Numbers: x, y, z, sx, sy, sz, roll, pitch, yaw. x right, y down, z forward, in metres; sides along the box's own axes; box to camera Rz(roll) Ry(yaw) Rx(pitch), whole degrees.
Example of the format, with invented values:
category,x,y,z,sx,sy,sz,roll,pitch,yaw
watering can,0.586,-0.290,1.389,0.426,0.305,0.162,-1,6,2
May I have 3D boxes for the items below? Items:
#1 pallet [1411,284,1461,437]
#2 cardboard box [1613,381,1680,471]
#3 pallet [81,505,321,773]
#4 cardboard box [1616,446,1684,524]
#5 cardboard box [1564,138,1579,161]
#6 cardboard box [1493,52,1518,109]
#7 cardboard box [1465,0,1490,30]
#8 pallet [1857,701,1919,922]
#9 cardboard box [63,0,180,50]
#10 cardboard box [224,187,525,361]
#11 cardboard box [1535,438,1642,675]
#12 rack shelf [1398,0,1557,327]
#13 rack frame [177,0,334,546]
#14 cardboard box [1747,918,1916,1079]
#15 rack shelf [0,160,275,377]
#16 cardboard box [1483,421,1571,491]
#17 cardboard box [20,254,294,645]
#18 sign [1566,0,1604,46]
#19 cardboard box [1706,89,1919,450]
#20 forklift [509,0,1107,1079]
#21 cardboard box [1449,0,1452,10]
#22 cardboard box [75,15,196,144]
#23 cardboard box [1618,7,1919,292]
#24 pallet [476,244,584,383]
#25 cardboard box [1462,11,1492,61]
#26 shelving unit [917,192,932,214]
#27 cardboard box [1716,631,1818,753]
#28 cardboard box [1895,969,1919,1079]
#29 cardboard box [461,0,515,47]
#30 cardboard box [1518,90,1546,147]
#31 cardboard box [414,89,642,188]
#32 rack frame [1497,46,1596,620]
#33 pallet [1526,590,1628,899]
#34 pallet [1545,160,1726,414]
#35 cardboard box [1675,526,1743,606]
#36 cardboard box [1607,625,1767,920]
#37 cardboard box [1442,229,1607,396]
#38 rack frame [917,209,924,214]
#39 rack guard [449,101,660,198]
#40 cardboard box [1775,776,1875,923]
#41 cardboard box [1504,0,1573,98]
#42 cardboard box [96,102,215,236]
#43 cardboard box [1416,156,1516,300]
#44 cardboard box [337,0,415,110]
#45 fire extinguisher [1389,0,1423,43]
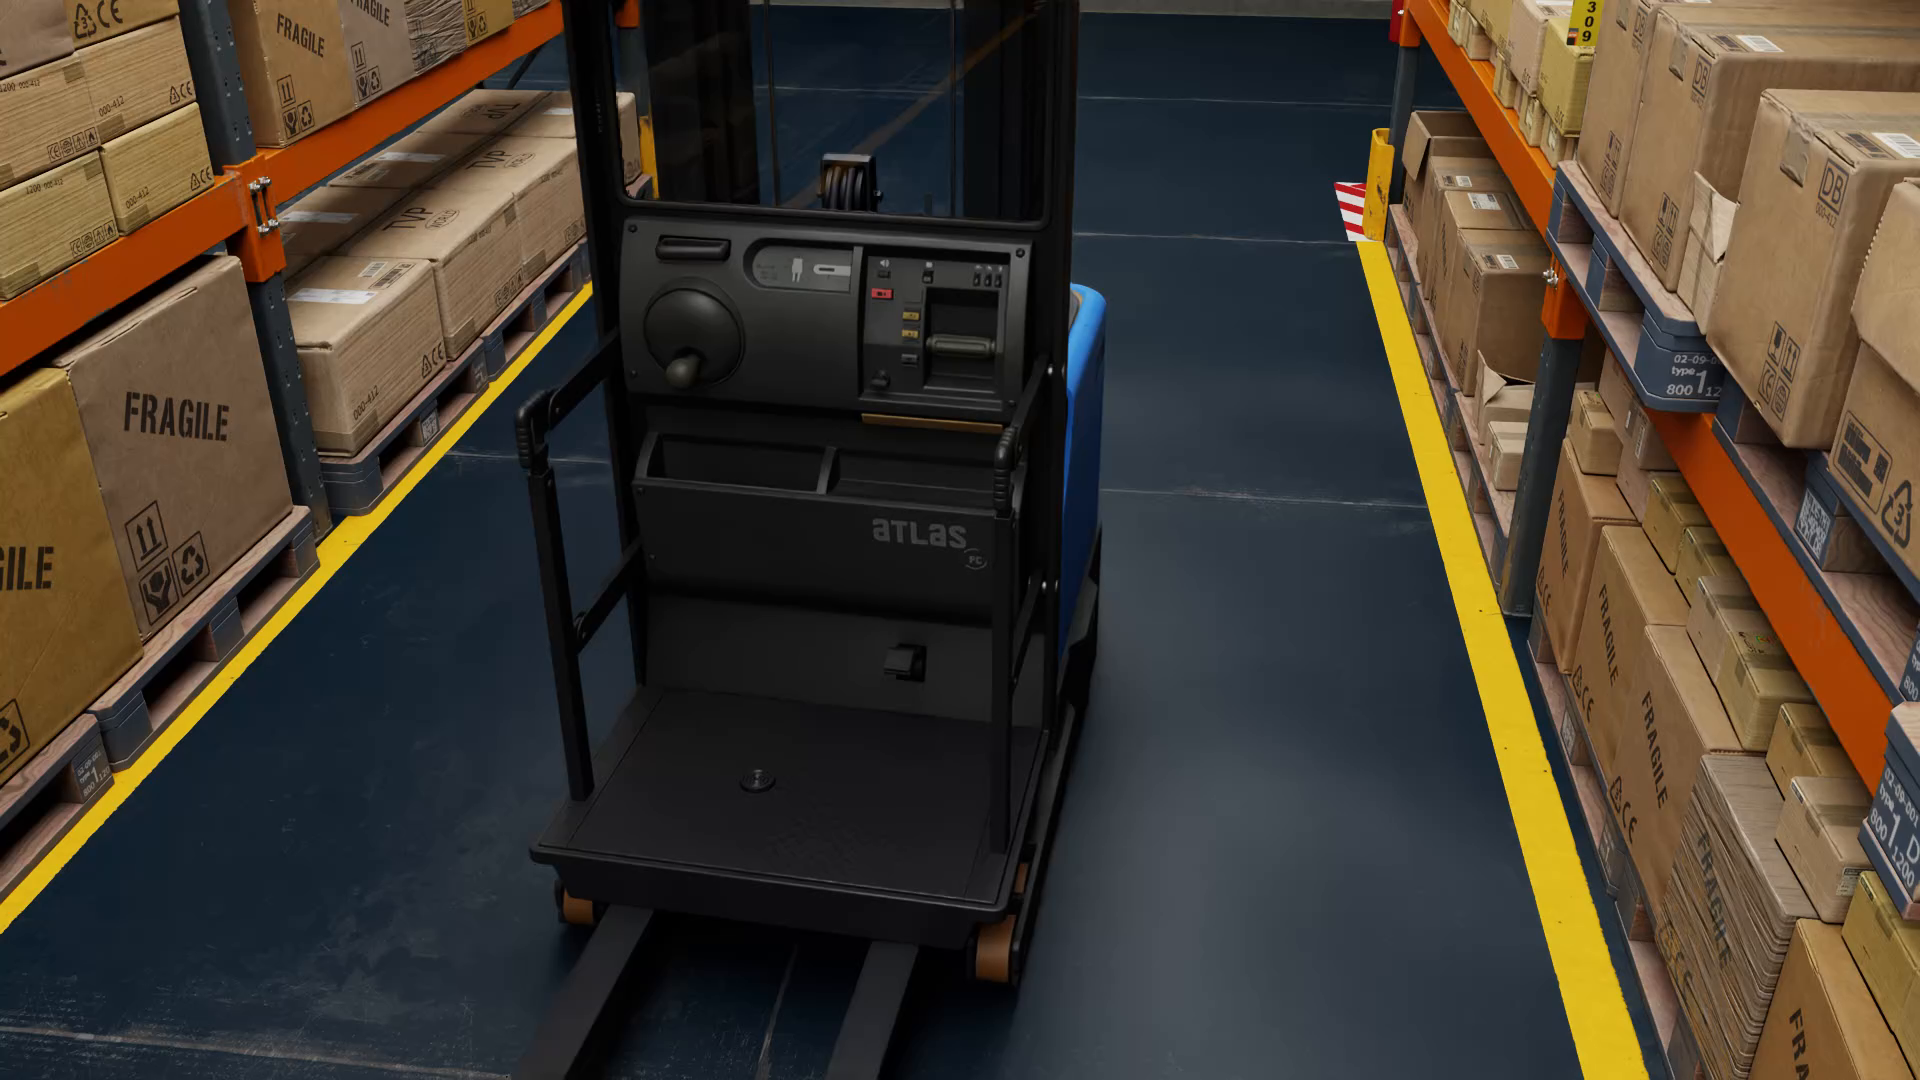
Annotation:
category,x,y,z,sx,sy,sz,roll,pitch,yaw
pallet,2.463,-0.744,6.908,1.003,0.211,1.213,3,28,6
cardboard box,1.939,-0.295,4.330,0.380,0.149,0.250,2,28,4
pallet,-2.715,0.236,5.089,1.003,0.211,1.213,3,28,6
cardboard box,1.966,-0.154,4.382,0.380,0.149,0.250,3,28,5
cardboard box,2.020,-1.127,4.943,0.380,0.149,0.250,4,29,7
cardboard box,2.100,-1.618,5.855,0.380,0.149,0.250,3,28,5
cardboard box,2.236,-2.104,6.338,0.500,0.250,0.500,3,28,5
pallet,1.755,0.572,1.728,1.213,0.211,1.003,3,28,6
cardboard box,-2.501,-1.618,4.432,0.500,0.500,0.500,4,29,8
cardboard box,-2.403,-1.127,6.937,0.875,0.438,0.875,3,28,5
cardboard box,1.949,0.058,4.673,0.500,0.500,0.500,5,29,8
rack shelf,2.476,-1.697,6.496,1.077,0.370,4.000,3,28,6
rack frame,-2.695,-1.359,5.110,1.000,3.000,0.127,3,28,6
cardboard box,1.713,1.033,2.863,0.500,0.500,0.500,5,29,8
rack shelf,-2.941,-0.101,3.533,1.077,0.370,4.000,3,28,6
cardboard box,2.008,-0.281,5.673,0.380,0.149,0.250,3,28,5
cardboard box,-2.692,-0.312,4.964,0.875,0.875,0.875,4,29,8
sign,1.692,-1.481,4.424,0.100,0.325,0.005,3,28,6
cardboard box,1.790,-0.473,2.918,0.700,0.500,0.500,3,28,6
forklift,-0.346,-0.457,3.507,1.130,2.935,3.031,5,29,10
cardboard box,2.334,-2.342,7.200,0.380,0.149,0.250,4,29,8
cardboard box,-2.508,-1.291,4.616,0.500,0.250,0.500,3,28,6
cardboard box,1.887,-0.843,3.603,0.700,0.500,0.500,4,29,7
pallet,-2.378,-1.061,7.496,1.003,0.211,1.213,3,28,6
cardboard box,2.190,-1.977,6.522,0.380,0.149,0.250,4,29,7
shelving unit,-0.002,-0.521,5.453,0.258,1.200,0.189,3,28,6
cardboard box,1.825,0.329,3.485,0.380,0.149,0.250,4,29,8
cardboard box,1.706,0.820,2.574,0.380,0.149,0.250,4,29,8
cardboard box,-2.182,-2.322,6.791,0.500,0.500,0.500,4,29,8
cardboard box,2.038,-1.374,5.403,0.380,0.149,0.250,4,29,8
cardboard box,-2.187,-1.982,8.526,0.875,0.438,0.875,2,28,4
rack frame,2.231,-1.072,4.578,1.000,3.000,0.127,3,28,6
pallet,2.169,0.540,4.524,1.003,0.211,1.213,3,28,6
pallet,2.025,-0.618,3.937,1.003,0.211,1.213,3,28,6
cardboard box,1.926,0.097,3.916,0.380,0.149,0.250,3,28,5
cardboard box,1.828,0.544,3.771,0.500,0.500,0.500,3,28,5
cardboard box,2.282,-0.868,6.392,0.700,0.500,0.500,2,28,4
rack frame,-0.013,-0.478,5.373,0.240,1.200,0.006,3,28,6
rack guard,-2.202,-2.153,9.219,1.175,0.500,0.348,3,28,6
cardboard box,1.741,0.571,3.037,0.380,0.149,0.250,2,28,4
cardboard box,2.098,-1.628,5.453,0.500,0.250,0.500,3,29,6
cardboard box,-2.500,-1.067,4.726,0.500,0.250,0.500,3,28,5
cardboard box,2.409,-1.357,7.299,0.700,0.500,0.500,4,29,8
cardboard box,-2.312,-1.845,5.907,0.500,0.500,0.500,4,29,7
fire extinguisher,2.281,-2.853,8.358,0.296,0.674,0.183,3,28,6
